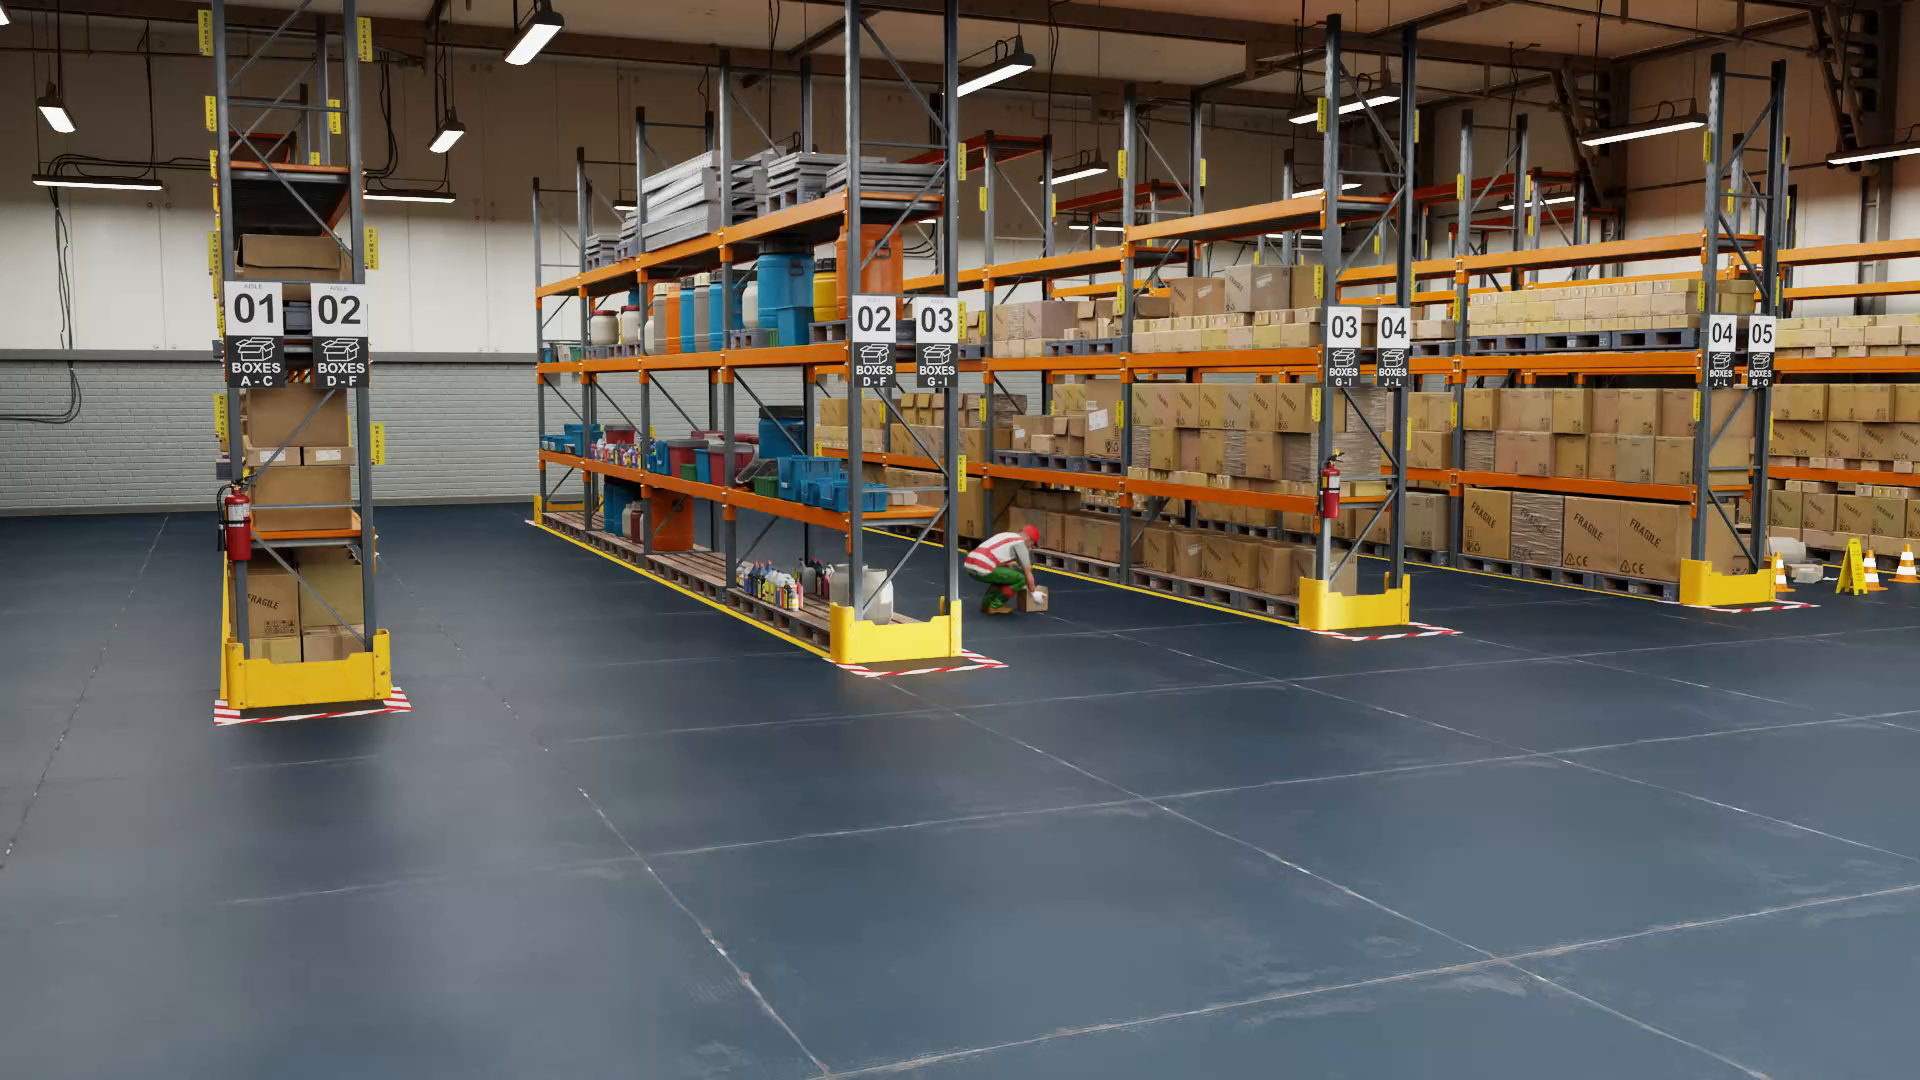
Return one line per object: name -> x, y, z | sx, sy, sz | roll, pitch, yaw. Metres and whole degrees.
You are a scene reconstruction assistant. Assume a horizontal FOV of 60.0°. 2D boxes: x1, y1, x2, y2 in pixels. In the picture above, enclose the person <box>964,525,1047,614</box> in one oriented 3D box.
person -> 0.468, 0.313, 17.920 | 0.886, 0.921, 0.573 | -2, 6, -24
